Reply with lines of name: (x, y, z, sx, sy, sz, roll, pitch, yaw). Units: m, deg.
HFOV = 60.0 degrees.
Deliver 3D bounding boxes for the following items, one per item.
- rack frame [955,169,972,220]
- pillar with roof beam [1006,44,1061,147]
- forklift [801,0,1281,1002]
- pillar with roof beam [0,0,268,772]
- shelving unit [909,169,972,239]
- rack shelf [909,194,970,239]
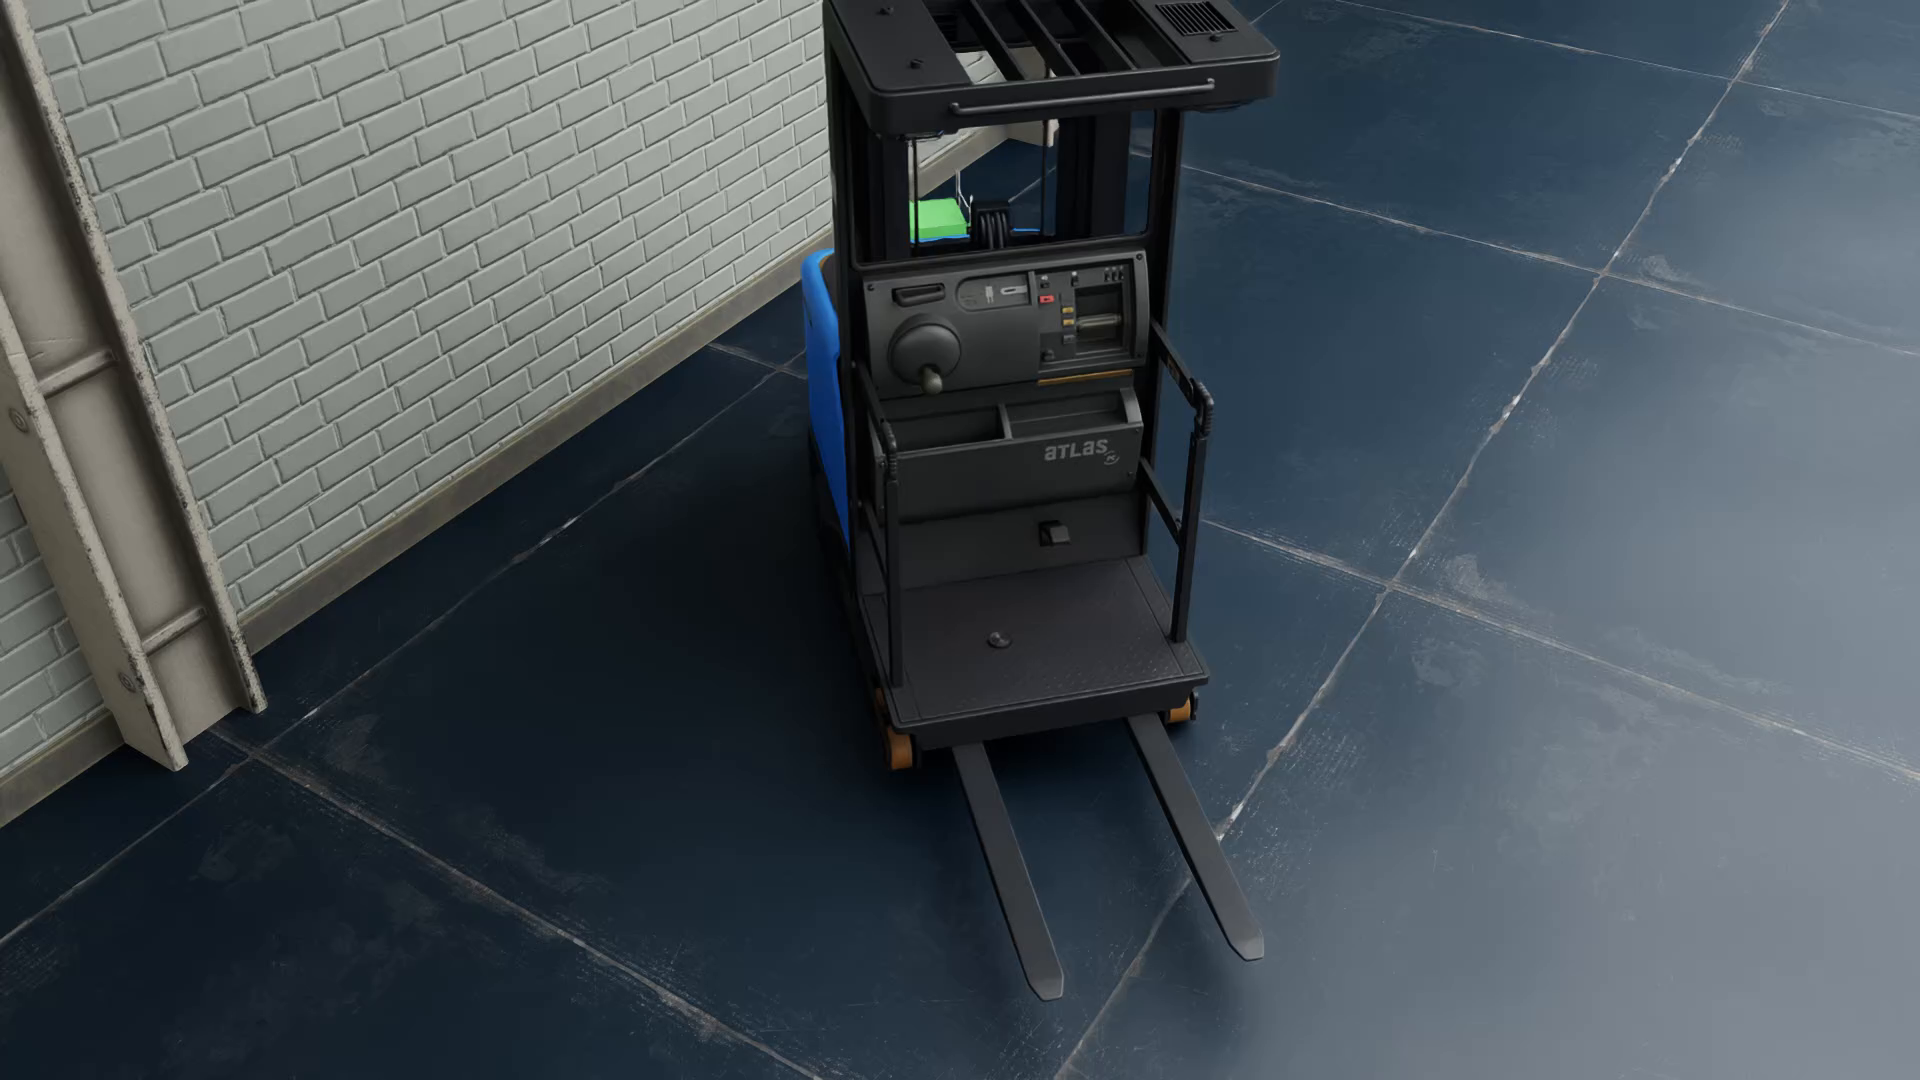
rack frame: (0.014, -0.957, 7.008, 0.015, 1.200, 0.240, -9, 38, -11)
pillar with roof beam: (4.130, -4.603, 5.351, 9.100, 9.000, 0.400, 21, 42, 25)
forklift: (0.207, -0.628, 5.164, 1.130, 2.935, 3.031, -8, 38, -11)
pillar with roof beam: (0.915, -1.510, 1.338, 9.100, 9.000, 0.400, 21, 42, 25)
shelving unit: (-0.223, -0.921, 6.962, 0.503, 1.200, 0.258, -9, 38, -11)
rack shelf: (-0.223, -1.250, 6.708, 0.480, 0.148, 0.258, -9, 38, -11)
